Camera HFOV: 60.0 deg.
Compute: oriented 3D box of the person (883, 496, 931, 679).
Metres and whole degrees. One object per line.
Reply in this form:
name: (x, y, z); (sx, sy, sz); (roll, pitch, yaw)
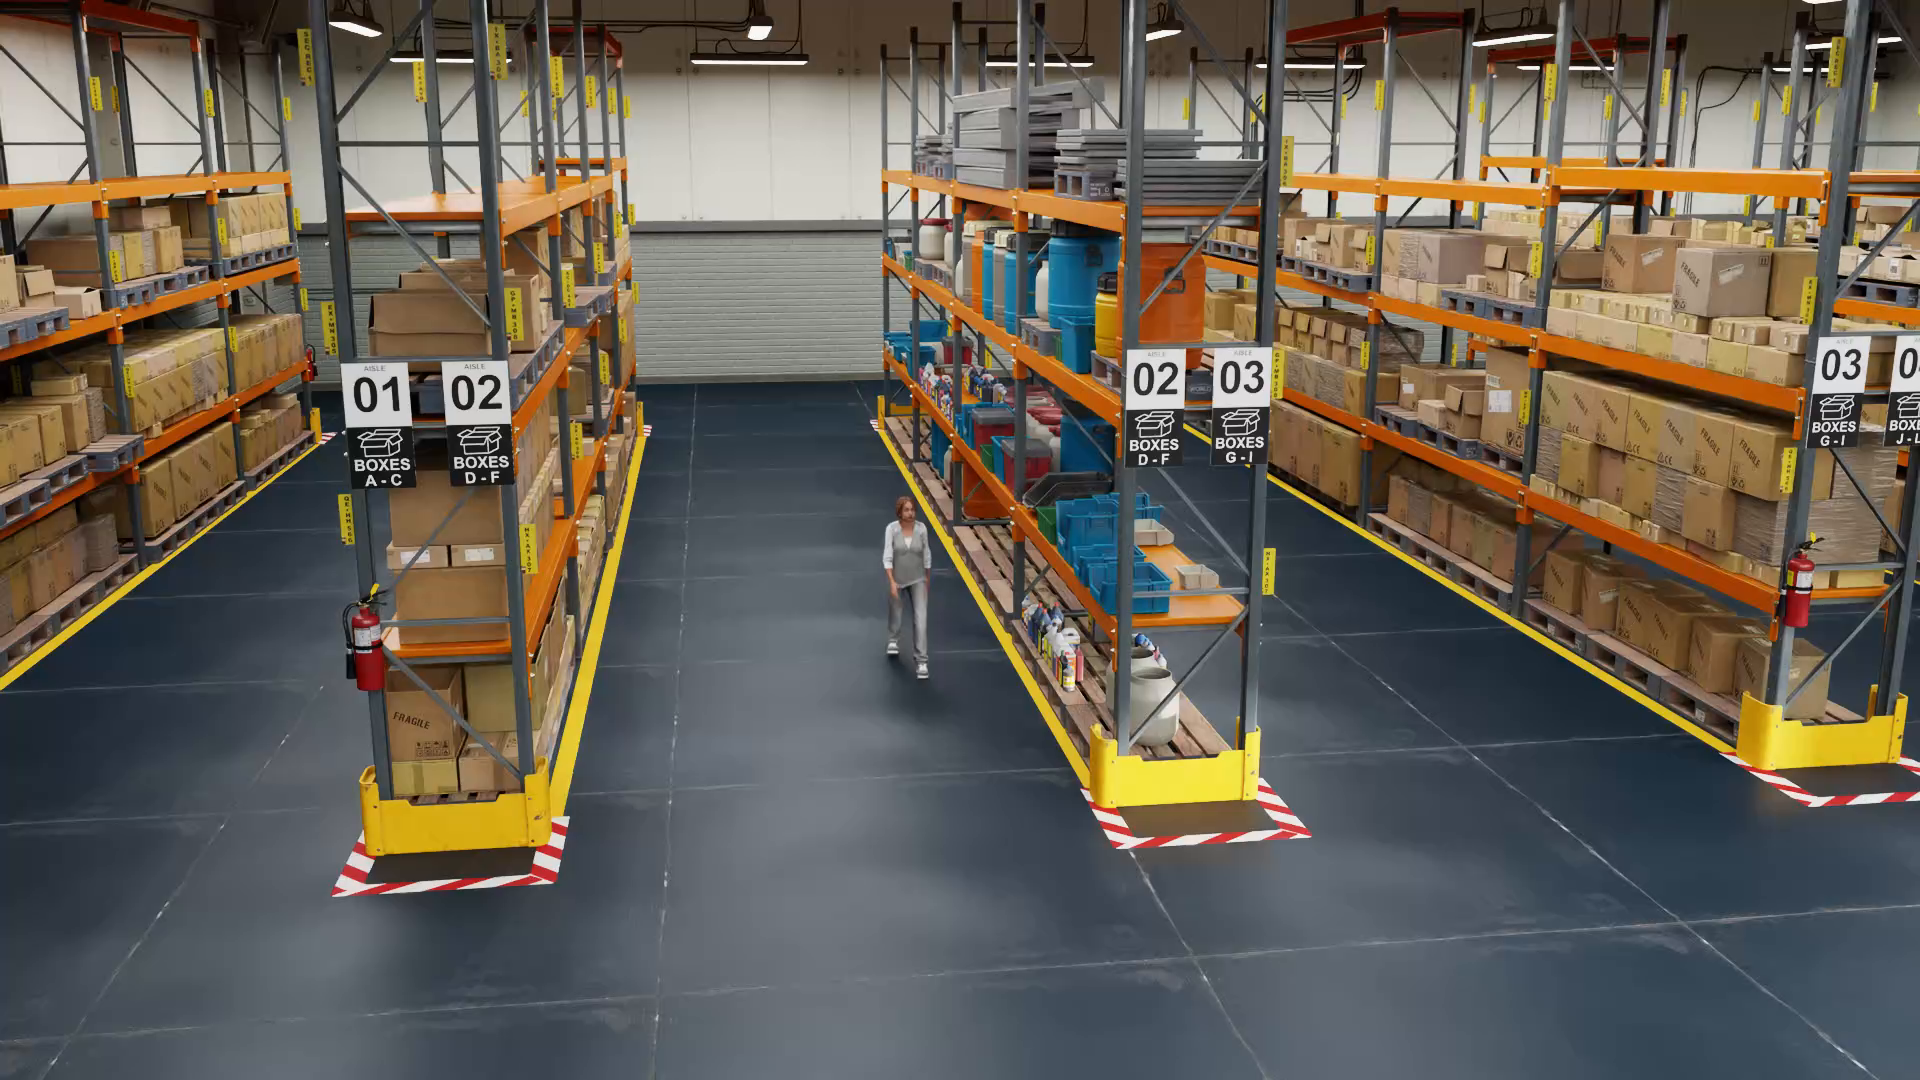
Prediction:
person: (-0.460, 0.359, 14.506); (0.434, 1.527, 0.956); (-1, 13, -5)
